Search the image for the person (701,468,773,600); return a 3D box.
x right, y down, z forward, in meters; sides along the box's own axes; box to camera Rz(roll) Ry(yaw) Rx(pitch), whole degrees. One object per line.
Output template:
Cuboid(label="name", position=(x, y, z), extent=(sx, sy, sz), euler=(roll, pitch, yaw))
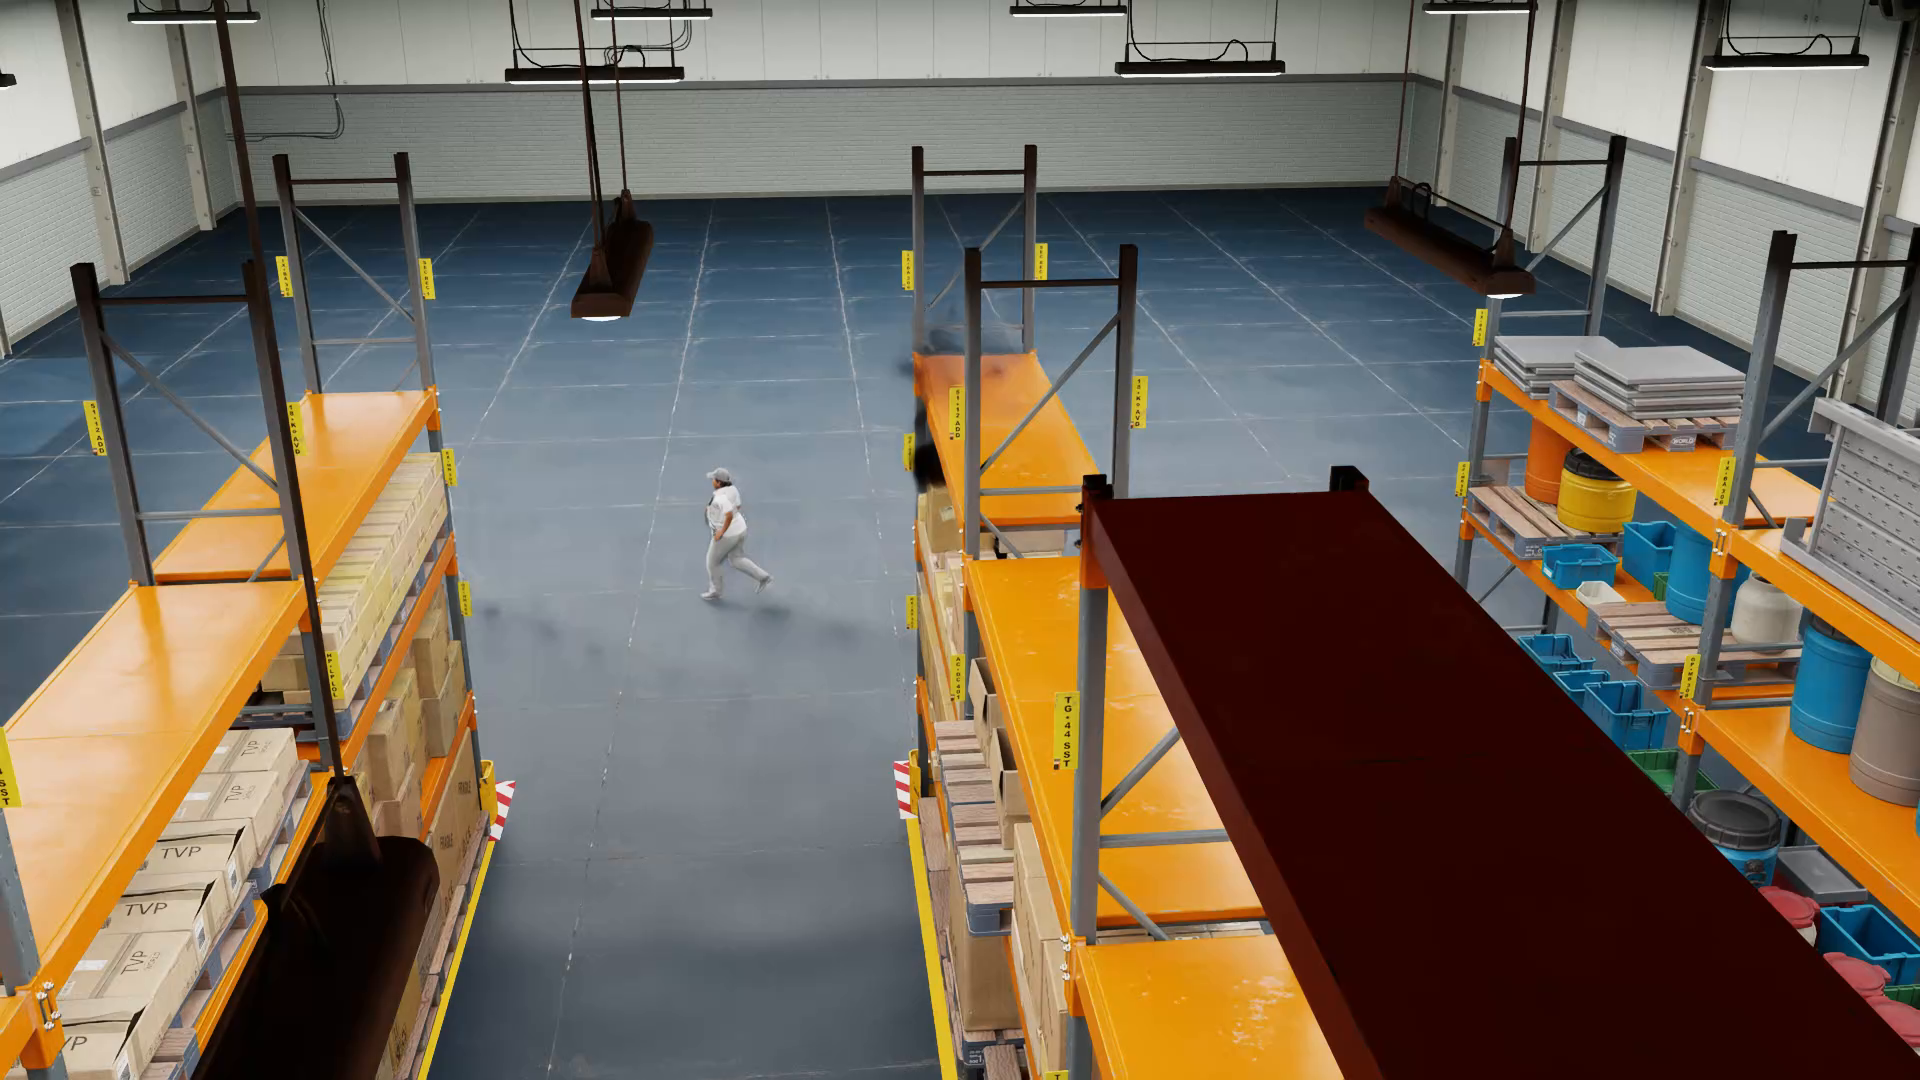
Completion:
Cuboid(label="person", position=(-2.668, -0.046, 19.530), extent=(0.886, 1.655, 0.592), euler=(7, 23, 17))
